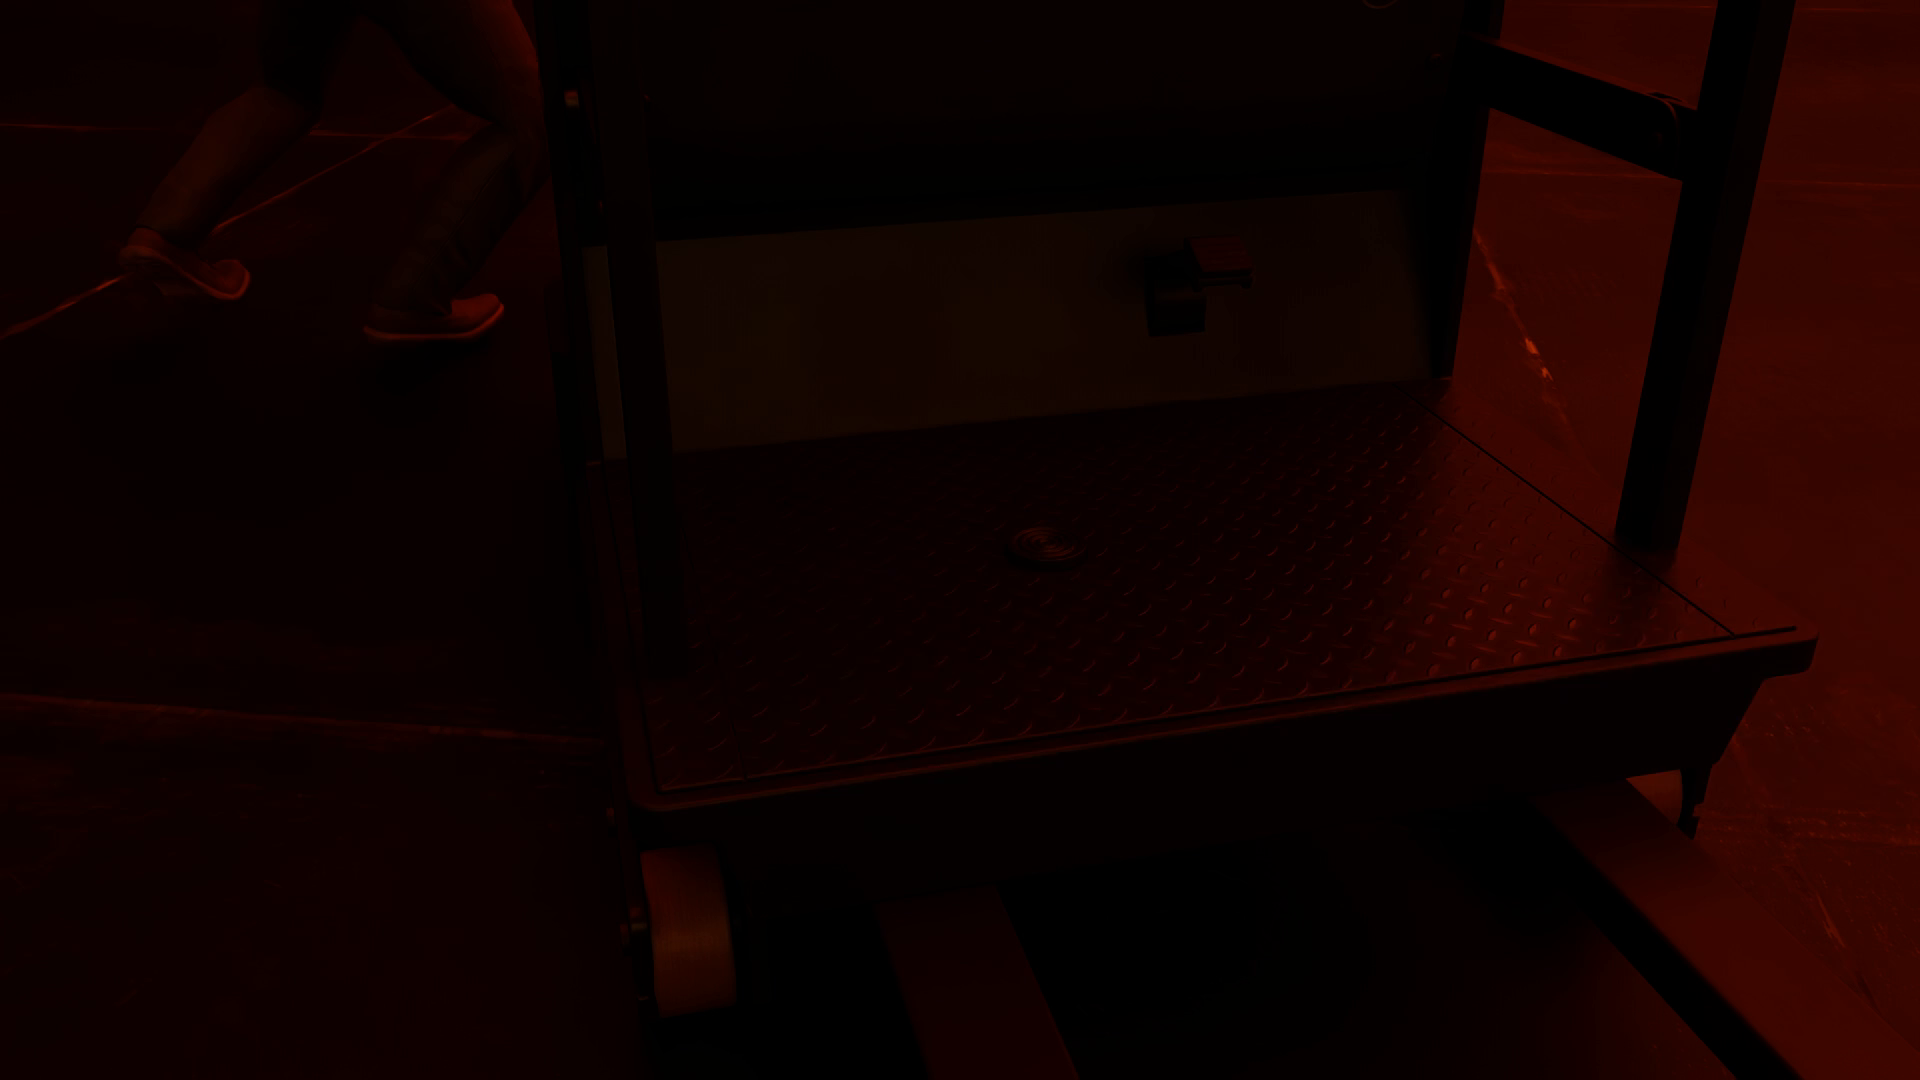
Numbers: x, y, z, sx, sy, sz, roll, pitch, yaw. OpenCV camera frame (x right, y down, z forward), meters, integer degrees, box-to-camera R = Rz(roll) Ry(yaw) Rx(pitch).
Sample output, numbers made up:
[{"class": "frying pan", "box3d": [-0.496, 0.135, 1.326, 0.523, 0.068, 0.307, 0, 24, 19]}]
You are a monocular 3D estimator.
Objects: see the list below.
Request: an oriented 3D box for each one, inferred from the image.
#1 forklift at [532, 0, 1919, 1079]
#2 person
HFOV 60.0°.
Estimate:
[{"class": "forklift", "box3d": [0.153, -1.049, 1.319, 1.130, 2.935, 3.031, -7, 27, -13]}, {"class": "person", "box3d": [-1.028, -1.063, 2.926, 1.017, 1.490, 0.679, 13, 29, 24]}]
